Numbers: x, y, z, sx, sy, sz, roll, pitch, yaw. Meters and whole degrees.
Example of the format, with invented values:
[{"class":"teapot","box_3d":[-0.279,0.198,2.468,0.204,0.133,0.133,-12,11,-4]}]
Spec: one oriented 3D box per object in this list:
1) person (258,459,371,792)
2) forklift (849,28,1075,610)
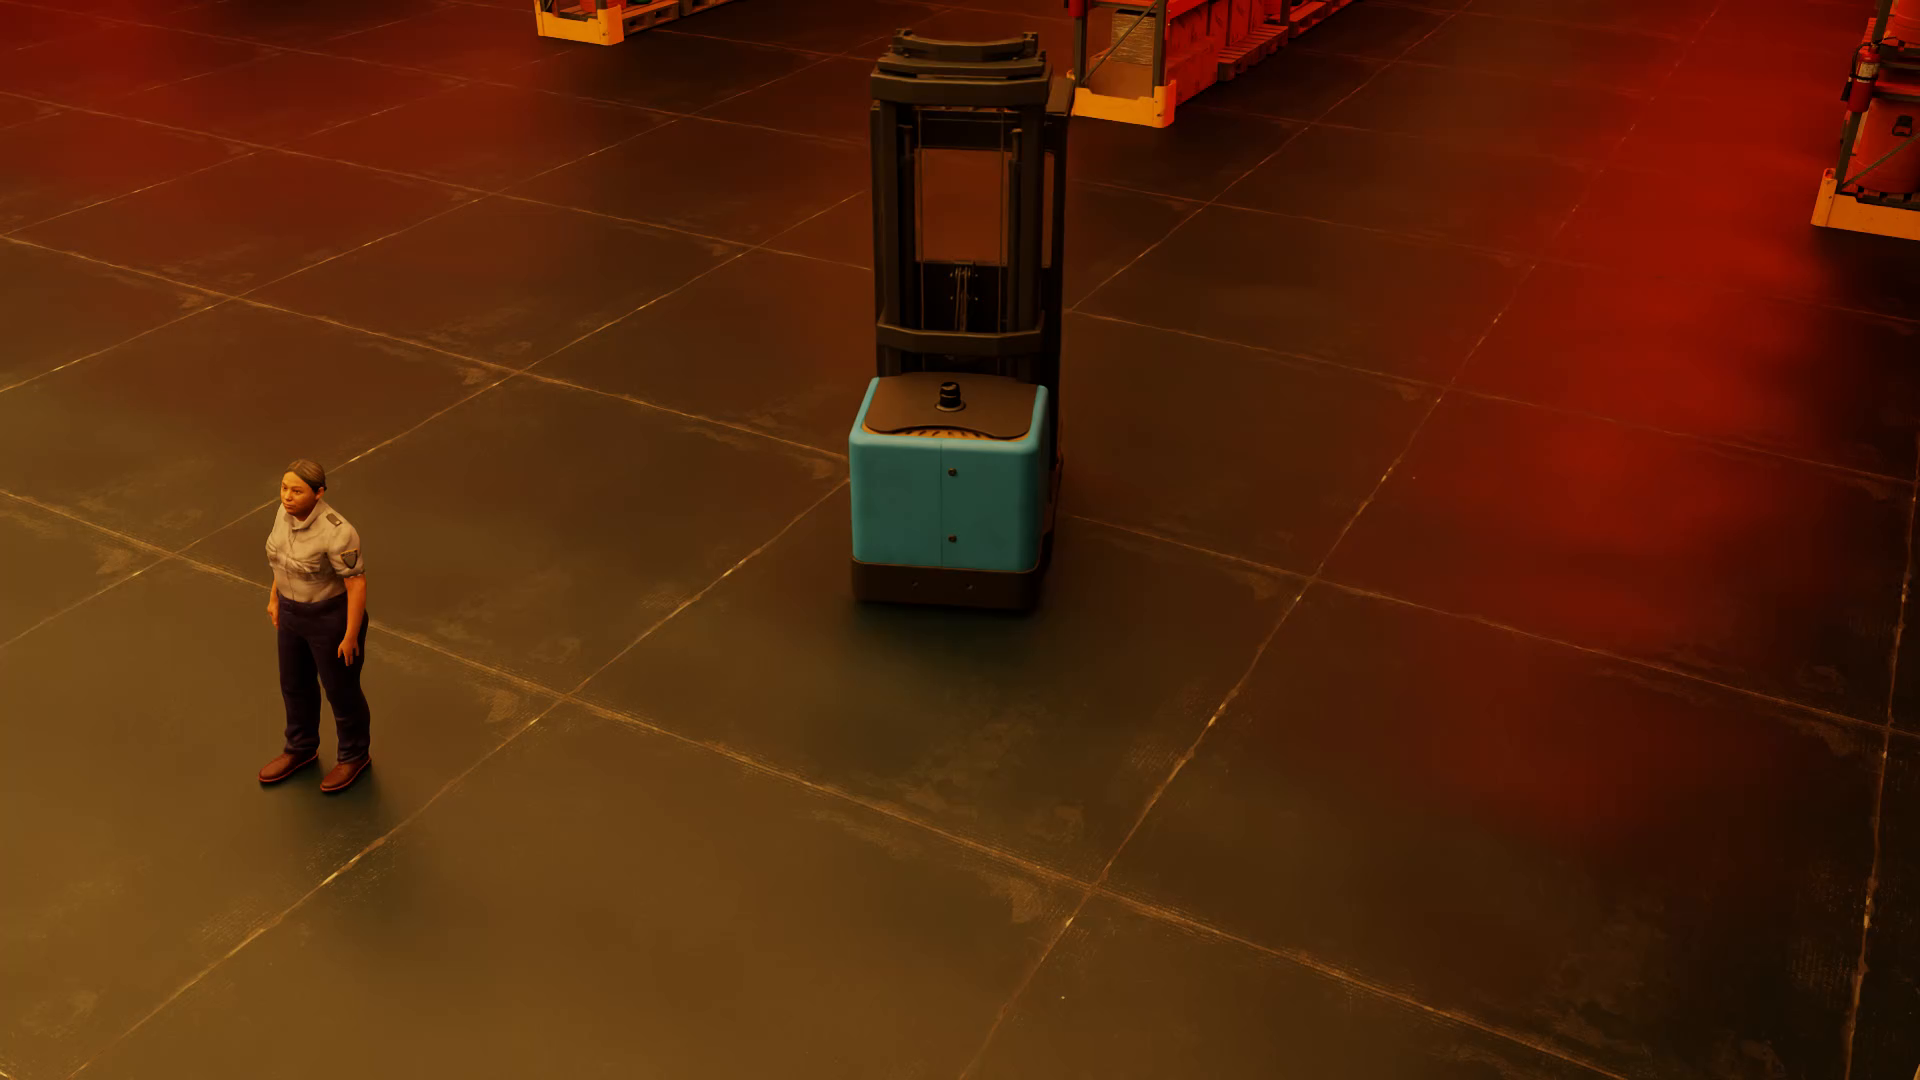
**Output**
[{"class":"person","box_3d":[-3.011,0.415,7.630,0.598,1.642,0.502,17,34,27]},{"class":"forklift","box_3d":[0.078,-1.596,9.837,1.130,2.935,3.031,3,30,6]}]
